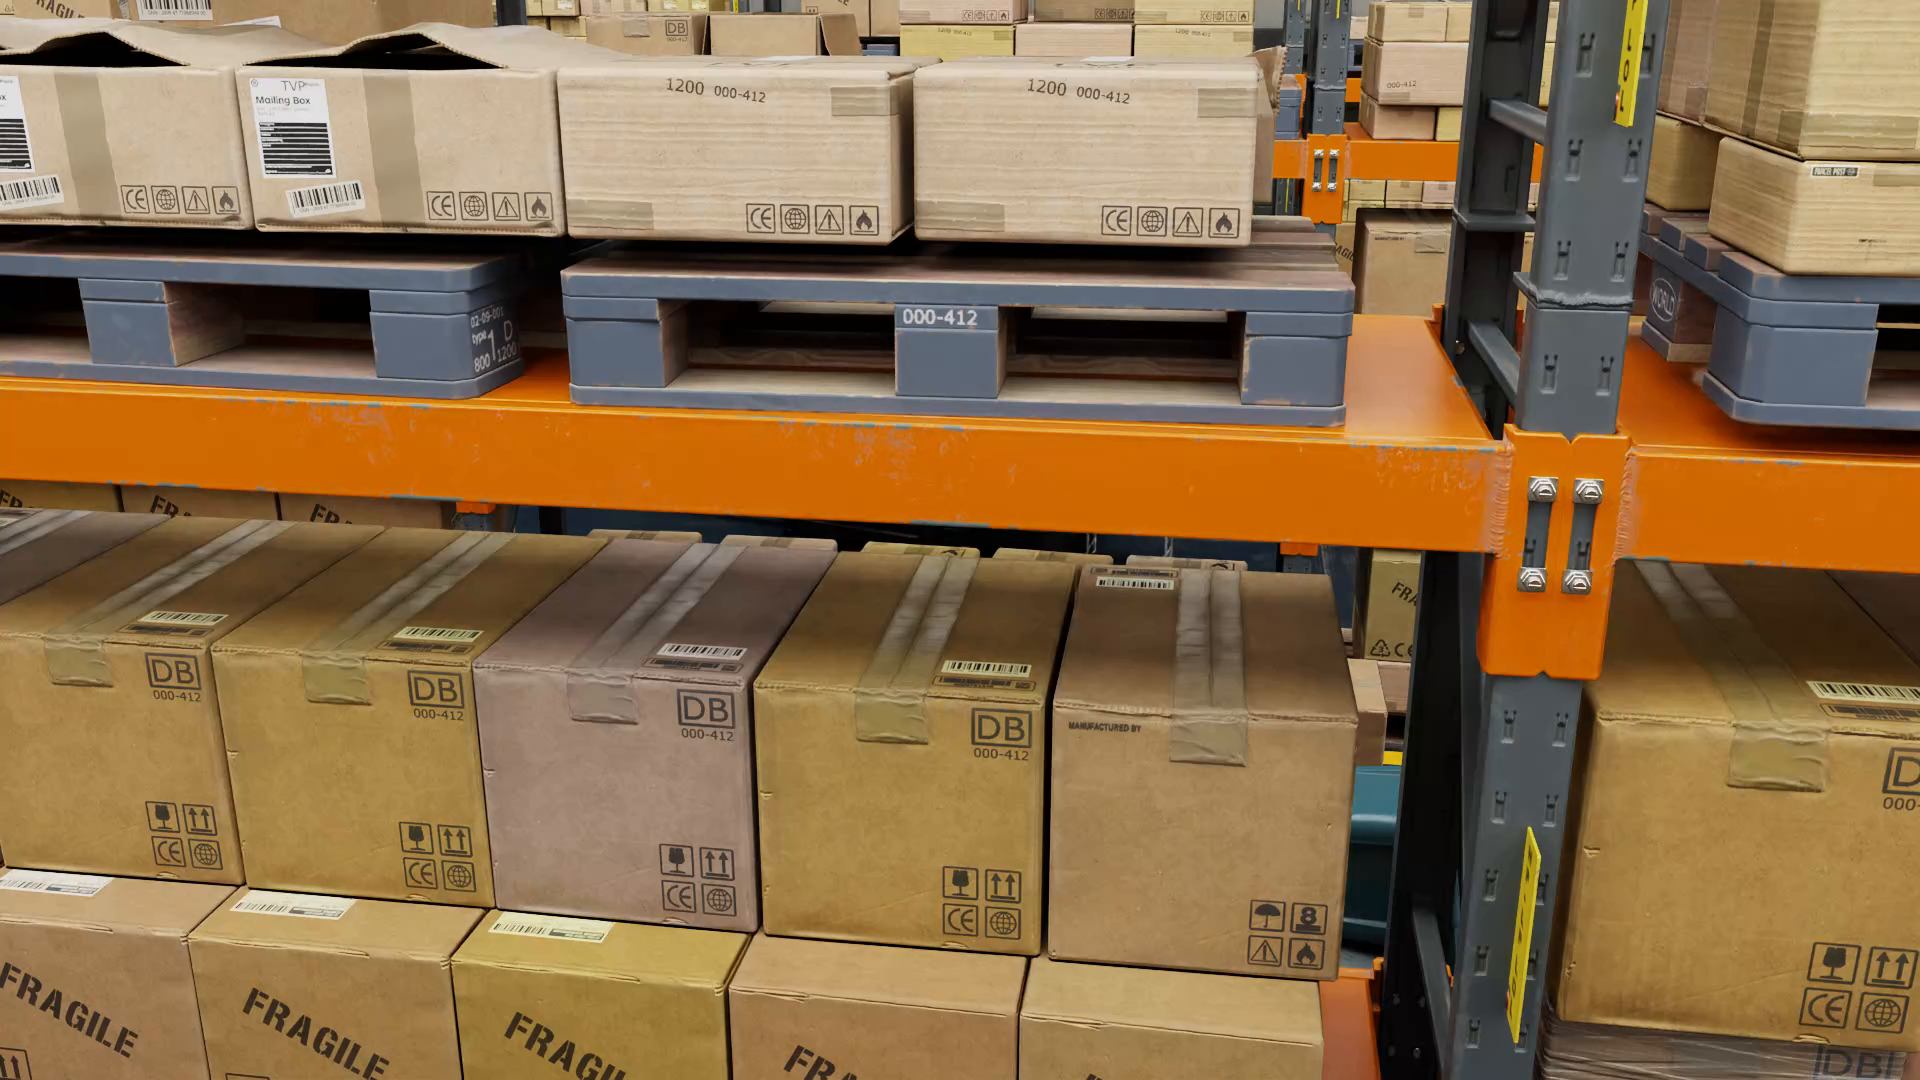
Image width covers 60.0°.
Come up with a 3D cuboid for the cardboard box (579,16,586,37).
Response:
[{"bbox_3d":[-2.687,-3.886,12.570,0.250,0.149,0.380,3,19,9],"label":"cardboard box"}]

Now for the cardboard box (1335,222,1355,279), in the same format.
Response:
[{"bbox_3d":[2.808,-2.106,12.211,0.500,0.500,0.500,2,19,7],"label":"cardboard box"}]

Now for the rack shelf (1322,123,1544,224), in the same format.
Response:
[{"bbox_3d":[3.602,-1.588,7.227,4.000,0.370,1.077,3,19,9],"label":"rack shelf"}]

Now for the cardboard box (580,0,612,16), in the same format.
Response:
[{"bbox_3d":[-2.683,-4.040,12.561,0.250,0.149,0.380,3,19,8],"label":"cardboard box"}]

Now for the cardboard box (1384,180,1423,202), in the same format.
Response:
[{"bbox_3d":[3.204,-2.555,12.062,0.250,0.149,0.380,3,19,8],"label":"cardboard box"}]

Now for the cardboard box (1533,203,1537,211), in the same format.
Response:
[{"bbox_3d":[4.207,-2.335,11.874,0.250,0.149,0.380,3,19,8],"label":"cardboard box"}]

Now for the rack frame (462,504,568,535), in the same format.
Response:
[{"bbox_3d":[-2.322,-0.808,8.492,0.127,3.000,1.000,3,19,9],"label":"rack frame"}]

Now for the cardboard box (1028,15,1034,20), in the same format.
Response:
[{"bbox_3d":[0.516,-3.711,12.017,0.250,0.149,0.380,3,19,8],"label":"cardboard box"}]

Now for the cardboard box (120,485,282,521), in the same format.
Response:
[{"bbox_3d":[-3.871,-0.107,9.082,0.875,0.875,0.875,3,19,9],"label":"cardboard box"}]

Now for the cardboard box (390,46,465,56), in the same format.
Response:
[{"bbox_3d":[-0.872,-0.817,3.183,0.258,0.266,0.396,3,19,9],"label":"cardboard box"}]

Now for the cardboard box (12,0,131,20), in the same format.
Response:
[{"bbox_3d":[-4.108,-2.475,7.927,0.500,0.500,0.500,3,19,9],"label":"cardboard box"}]

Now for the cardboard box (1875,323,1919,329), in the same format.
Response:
[{"bbox_3d":[4.019,-1.047,7.003,0.500,0.500,0.700,3,19,8],"label":"cardboard box"}]

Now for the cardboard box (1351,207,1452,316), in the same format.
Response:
[{"bbox_3d":[2.027,-1.180,7.399,0.500,0.500,0.700,3,19,8],"label":"cardboard box"}]

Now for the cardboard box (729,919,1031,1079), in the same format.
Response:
[{"bbox_3d":[-0.115,0.933,3.128,0.500,0.500,0.500,3,19,8],"label":"cardboard box"}]

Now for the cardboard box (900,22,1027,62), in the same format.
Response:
[{"bbox_3d":[0.026,-2.195,7.482,0.500,0.250,0.500,3,19,9],"label":"cardboard box"}]

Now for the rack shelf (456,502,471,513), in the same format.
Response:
[{"bbox_3d":[-4.297,-0.568,8.907,4.000,0.370,1.077,3,19,9],"label":"rack shelf"}]

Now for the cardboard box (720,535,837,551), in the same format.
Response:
[{"bbox_3d":[-1.036,0.305,8.644,0.625,0.372,0.950,3,19,8],"label":"cardboard box"}]

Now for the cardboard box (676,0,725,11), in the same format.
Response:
[{"bbox_3d":[-1.925,-3.970,12.352,0.250,0.149,0.380,4,19,10],"label":"cardboard box"}]

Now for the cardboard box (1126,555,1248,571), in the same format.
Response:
[{"bbox_3d":[1.109,0.414,8.317,0.625,0.372,0.950,3,19,9],"label":"cardboard box"}]

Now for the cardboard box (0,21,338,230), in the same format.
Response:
[{"bbox_3d":[-1.326,-0.723,2.830,0.500,0.311,0.500,3,19,8],"label":"cardboard box"}]

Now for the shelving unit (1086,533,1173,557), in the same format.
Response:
[{"bbox_3d":[1.061,-0.440,10.226,0.503,1.200,0.258,5,19,15],"label":"shelving unit"}]

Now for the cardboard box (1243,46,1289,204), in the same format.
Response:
[{"bbox_3d":[0.385,-0.765,3.027,0.396,0.266,0.258,3,19,8],"label":"cardboard box"}]

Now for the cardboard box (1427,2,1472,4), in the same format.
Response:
[{"bbox_3d":[2.244,-2.352,7.517,0.250,0.149,0.380,2,19,7],"label":"cardboard box"}]

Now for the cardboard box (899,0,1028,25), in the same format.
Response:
[{"bbox_3d":[0.024,-2.428,7.393,0.500,0.250,0.500,3,19,10],"label":"cardboard box"}]

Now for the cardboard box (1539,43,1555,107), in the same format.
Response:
[{"bbox_3d":[2.529,-1.968,6.999,0.500,0.250,0.500,3,19,8],"label":"cardboard box"}]

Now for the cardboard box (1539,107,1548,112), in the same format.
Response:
[{"bbox_3d":[2.408,-1.809,7.152,0.250,0.149,0.380,3,19,9],"label":"cardboard box"}]

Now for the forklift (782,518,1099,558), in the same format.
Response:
[{"bbox_3d":[-0.578,-1.500,10.668,3.031,2.935,1.130,9,21,26],"label":"forklift"}]

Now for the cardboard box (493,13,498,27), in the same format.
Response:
[{"bbox_3d":[-3.643,-4.060,13.060,0.250,0.149,0.380,3,19,9],"label":"cardboard box"}]

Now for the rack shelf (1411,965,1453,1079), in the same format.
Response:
[{"bbox_3d":[2.917,1.391,3.053,4.000,0.370,1.077,3,19,9],"label":"rack shelf"}]

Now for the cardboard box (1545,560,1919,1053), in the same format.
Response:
[{"bbox_3d":[1.301,0.395,2.957,0.550,0.550,0.875,3,19,9],"label":"cardboard box"}]

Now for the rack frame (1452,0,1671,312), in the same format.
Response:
[{"bbox_3d":[0.942,-1.896,2.288,0.127,3.000,1.000,3,19,9],"label":"rack frame"}]

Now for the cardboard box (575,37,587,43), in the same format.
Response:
[{"bbox_3d":[-2.580,-3.690,12.612,0.500,0.250,0.500,3,19,9],"label":"cardboard box"}]

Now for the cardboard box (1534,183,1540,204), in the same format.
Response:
[{"bbox_3d":[4.212,-2.502,11.906,0.250,0.149,0.380,3,19,9],"label":"cardboard box"}]

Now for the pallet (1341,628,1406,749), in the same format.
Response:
[{"bbox_3d":[2.296,0.738,8.265,1.213,0.211,1.003,3,19,9],"label":"pallet"}]

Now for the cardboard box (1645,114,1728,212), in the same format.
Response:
[{"bbox_3d":[1.352,-0.683,2.966,0.250,0.149,0.380,3,19,8],"label":"cardboard box"}]

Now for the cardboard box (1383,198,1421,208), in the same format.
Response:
[{"bbox_3d":[3.201,-2.402,12.075,0.250,0.149,0.380,3,19,9],"label":"cardboard box"}]

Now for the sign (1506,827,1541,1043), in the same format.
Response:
[{"bbox_3d":[0.865,0.608,2.559,0.005,0.325,0.100,3,19,9],"label":"sign"}]

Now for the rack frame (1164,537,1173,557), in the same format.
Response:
[{"bbox_3d":[1.295,-0.418,10.162,0.015,1.200,0.240,5,19,15],"label":"rack frame"}]

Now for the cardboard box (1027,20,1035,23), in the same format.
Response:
[{"bbox_3d":[0.112,-2.356,7.965,0.500,0.250,0.500,3,19,8],"label":"cardboard box"}]

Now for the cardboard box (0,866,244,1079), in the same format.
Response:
[{"bbox_3d":[-1.607,0.857,3.355,0.500,0.500,0.500,3,19,9],"label":"cardboard box"}]

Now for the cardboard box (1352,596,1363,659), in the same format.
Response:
[{"bbox_3d":[2.254,0.443,8.422,0.500,0.250,0.500,4,19,11],"label":"cardboard box"}]

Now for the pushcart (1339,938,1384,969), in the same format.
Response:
[{"bbox_3d":[1.315,1.353,6.164,0.936,0.377,1.648,-3,19,-10],"label":"pushcart"}]

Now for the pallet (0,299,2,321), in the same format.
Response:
[{"bbox_3d":[-2.363,-0.570,3.349,1.003,0.211,1.213,4,19,11],"label":"pallet"}]

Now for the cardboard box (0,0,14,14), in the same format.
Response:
[{"bbox_3d":[-7.537,-4.320,13.239,0.500,0.250,0.500,3,19,10],"label":"cardboard box"}]

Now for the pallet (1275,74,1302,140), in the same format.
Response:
[{"bbox_3d":[1.035,-2.005,7.636,1.003,0.211,1.213,3,19,9],"label":"pallet"}]

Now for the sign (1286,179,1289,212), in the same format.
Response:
[{"bbox_3d":[2.334,-2.503,11.857,0.005,0.325,0.100,3,19,9],"label":"sign"}]

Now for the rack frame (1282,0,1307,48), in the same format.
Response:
[{"bbox_3d":[2.411,-5.007,11.586,0.127,3.000,1.000,3,19,9],"label":"rack frame"}]

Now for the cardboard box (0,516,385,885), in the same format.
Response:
[{"bbox_3d":[-1.559,0.302,3.440,0.500,0.500,0.700,3,19,8],"label":"cardboard box"}]

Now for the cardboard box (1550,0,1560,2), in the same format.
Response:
[{"bbox_3d":[4.318,-3.749,11.572,0.637,0.503,0.797,4,19,10],"label":"cardboard box"}]

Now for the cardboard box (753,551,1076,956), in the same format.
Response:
[{"bbox_3d":[-0.057,0.379,3.210,0.500,0.500,0.700,3,19,8],"label":"cardboard box"}]

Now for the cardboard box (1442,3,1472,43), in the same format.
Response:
[{"bbox_3d":[2.148,-2.166,6.963,0.250,0.149,0.380,3,19,10],"label":"cardboard box"}]
